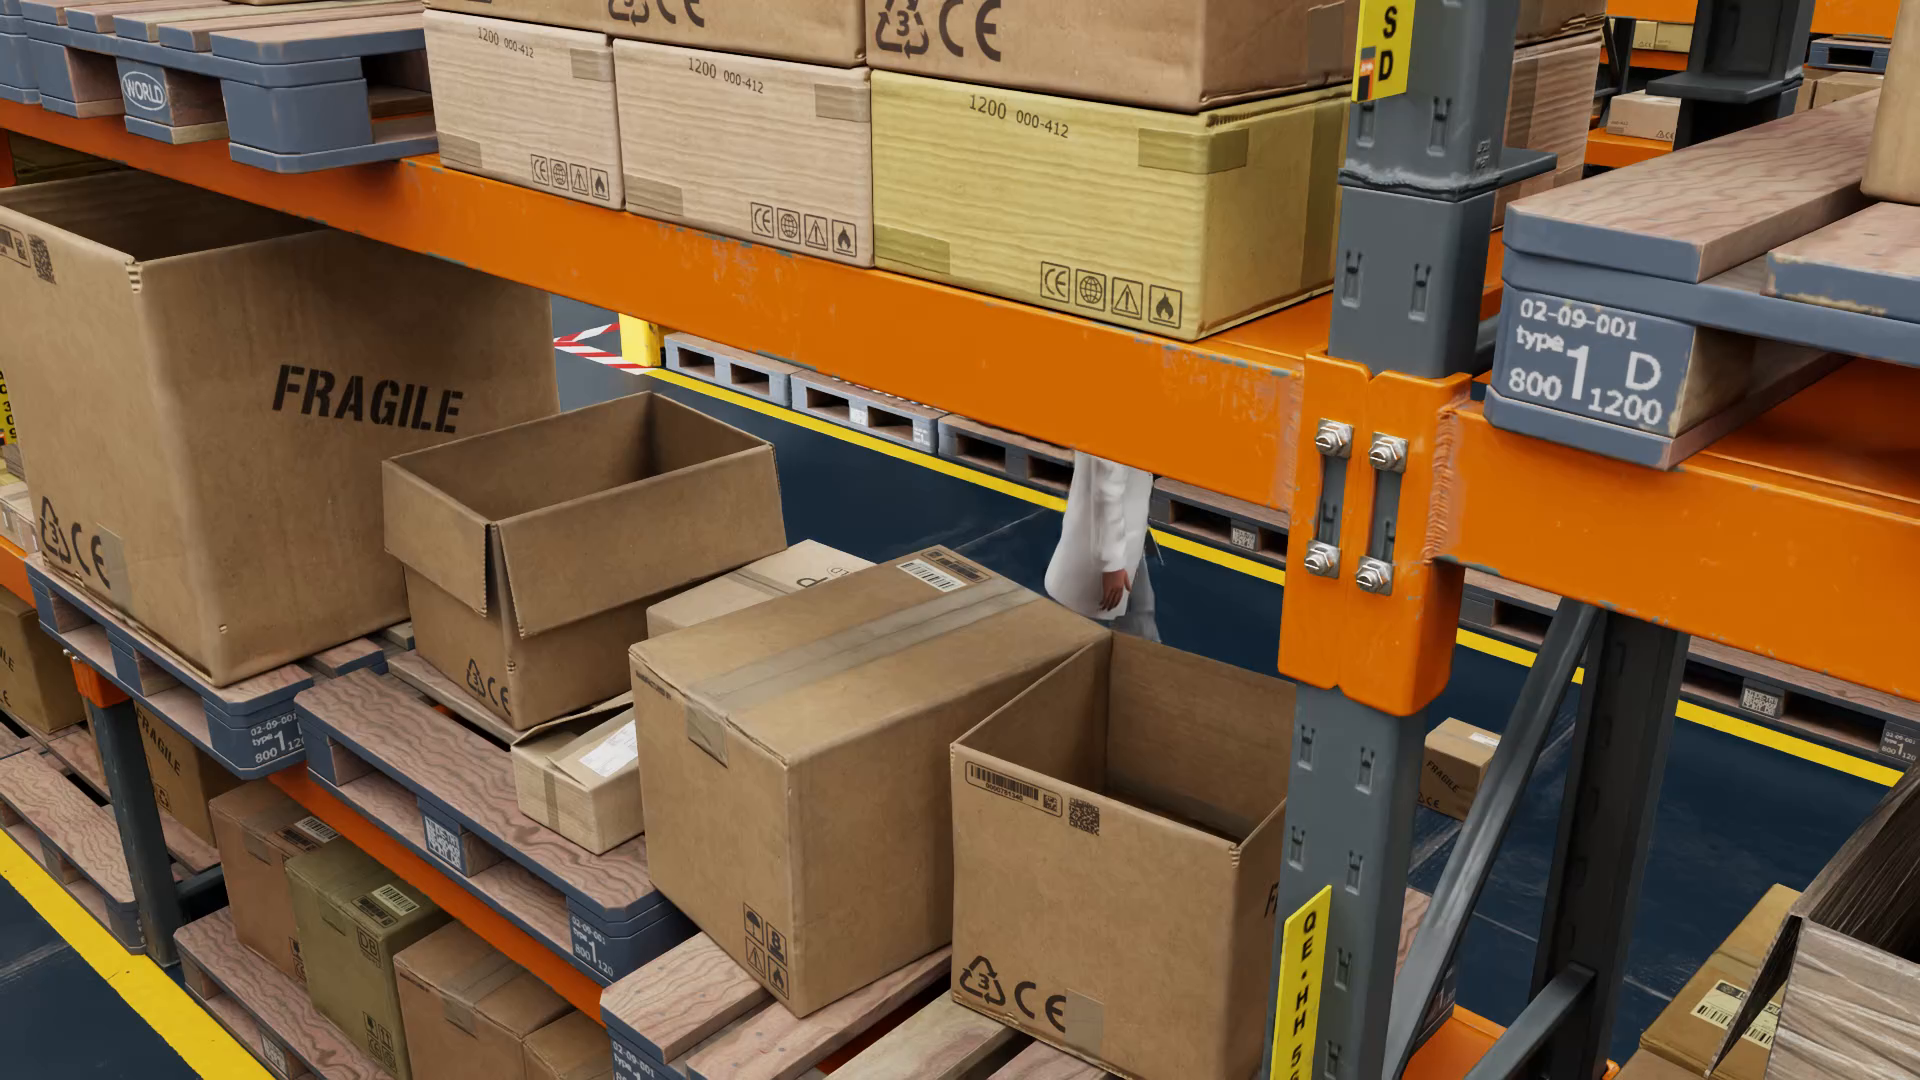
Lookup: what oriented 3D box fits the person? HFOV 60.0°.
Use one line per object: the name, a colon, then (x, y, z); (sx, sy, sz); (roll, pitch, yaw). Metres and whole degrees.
person: (0.551, -0.015, 6.151); (0.820, 1.767, 0.685); (1, 24, 2)
